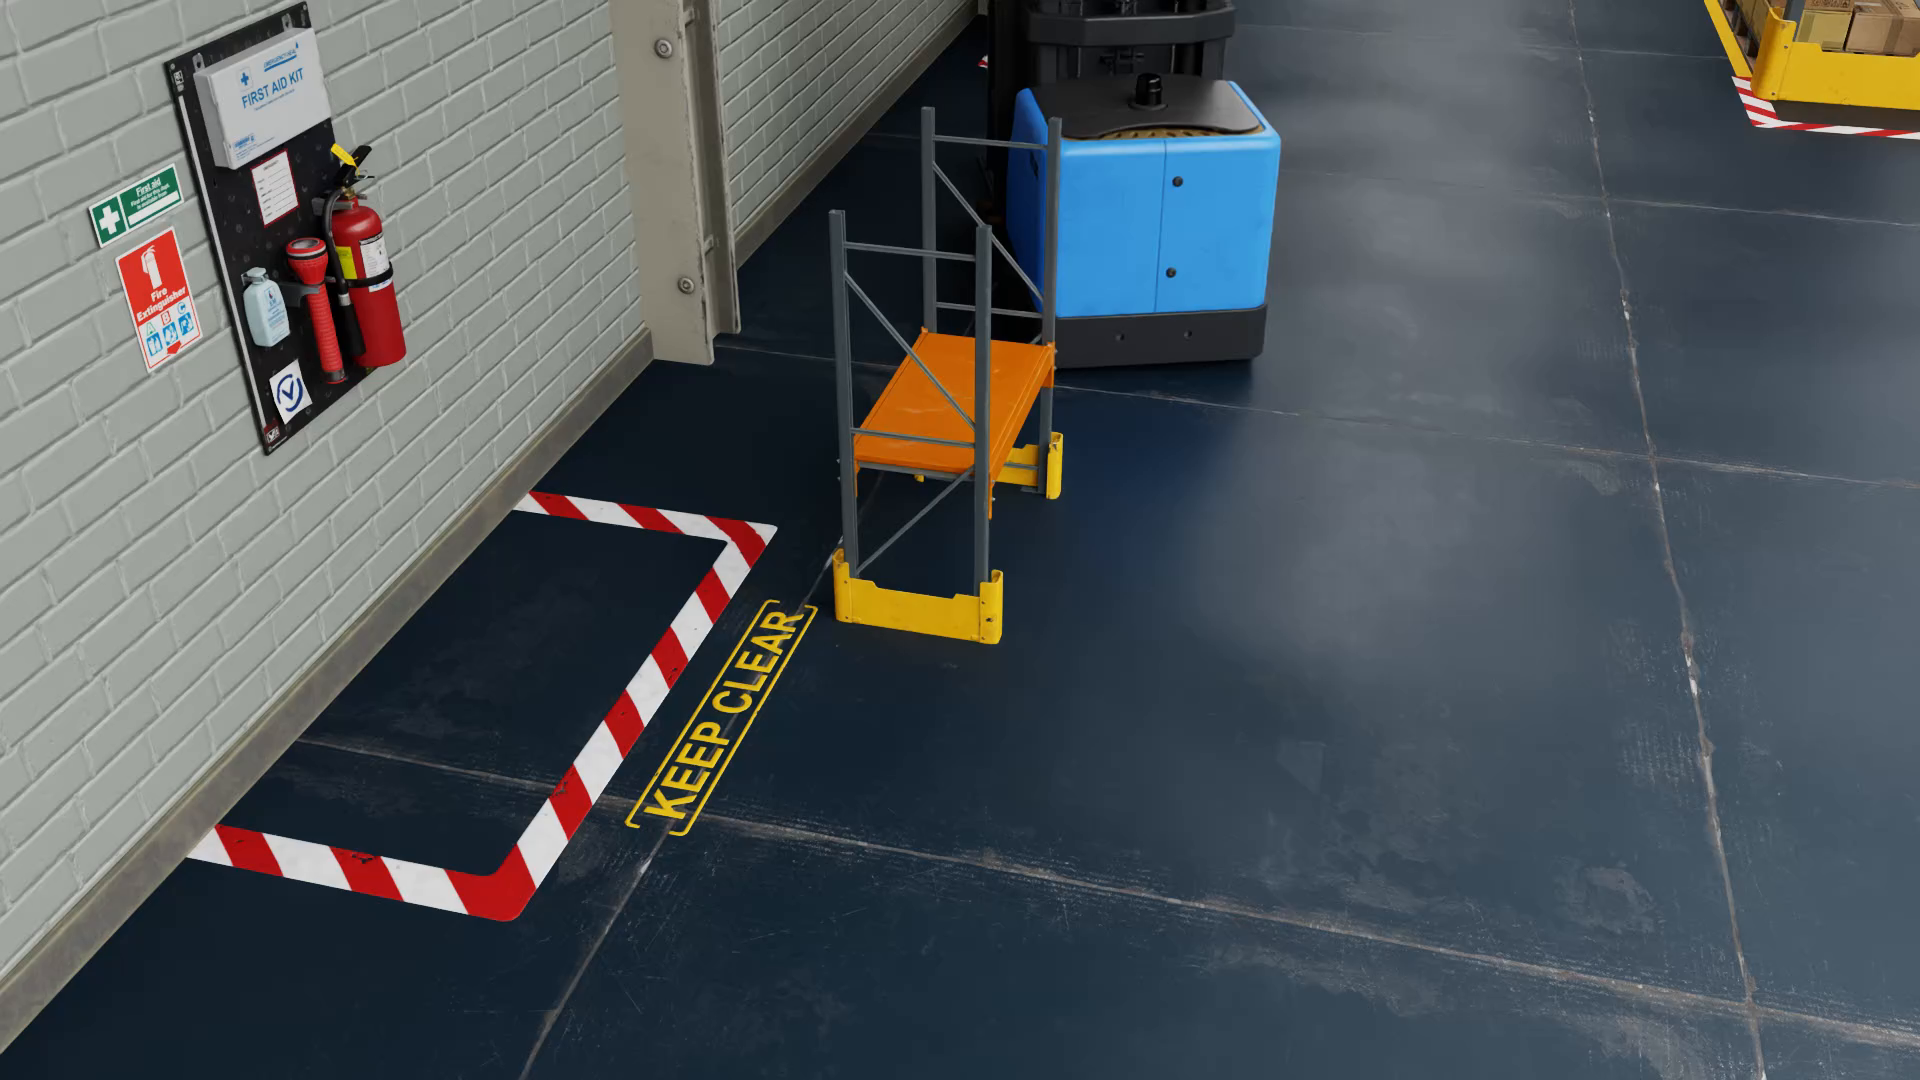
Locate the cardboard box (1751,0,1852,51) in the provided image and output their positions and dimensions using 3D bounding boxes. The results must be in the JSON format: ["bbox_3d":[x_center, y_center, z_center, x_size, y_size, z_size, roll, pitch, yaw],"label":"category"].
[{"bbox_3d":[5.600,-3.471,11.086,0.500,0.250,0.500,8,33,12],"label":"cardboard box"}]

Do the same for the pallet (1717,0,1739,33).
[{"bbox_3d":[6.215,-3.993,12.334,1.003,0.211,1.213,8,33,12],"label":"pallet"}]

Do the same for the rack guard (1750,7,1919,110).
[{"bbox_3d":[5.743,-3.068,10.611,1.175,0.500,0.348,8,33,12],"label":"rack guard"}]

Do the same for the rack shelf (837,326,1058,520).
[{"bbox_3d":[-0.022,-0.437,5.874,0.538,0.185,1.000,8,33,12],"label":"rack shelf"}]

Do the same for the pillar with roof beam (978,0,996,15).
[{"bbox_3d":[4.462,-7.235,9.243,9.100,9.000,0.400,8,33,12],"label":"pillar with roof beam"}]

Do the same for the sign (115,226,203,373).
[{"bbox_3d":[-2.129,-0.641,4.428,0.001,0.329,0.234,8,33,12],"label":"sign"}]

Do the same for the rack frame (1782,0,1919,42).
[{"bbox_3d":[5.750,-4.136,9.959,1.000,3.000,0.127,8,33,12],"label":"rack frame"}]

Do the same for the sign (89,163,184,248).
[{"bbox_3d":[-2.119,-0.865,4.288,0.001,0.109,0.331,8,33,12],"label":"sign"}]

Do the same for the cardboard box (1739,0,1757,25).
[{"bbox_3d":[5.715,-3.732,11.496,0.500,0.250,0.500,8,33,12],"label":"cardboard box"}]

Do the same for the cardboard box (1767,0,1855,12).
[{"bbox_3d":[5.598,-3.788,10.885,0.500,0.500,0.500,8,33,12],"label":"cardboard box"}]

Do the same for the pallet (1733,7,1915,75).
[{"bbox_3d":[5.903,-3.361,11.341,1.003,0.211,1.213,8,33,12],"label":"pallet"}]

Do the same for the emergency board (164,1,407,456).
[{"bbox_3d":[-1.889,-0.898,4.867,0.194,1.169,0.643,8,33,12],"label":"emergency board"}]

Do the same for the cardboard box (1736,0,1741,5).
[{"bbox_3d":[5.840,-3.992,11.905,0.500,0.250,0.500,8,33,12],"label":"cardboard box"}]

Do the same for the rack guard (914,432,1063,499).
[{"bbox_3d":[0.107,-0.324,6.527,0.587,0.250,0.087,8,33,12],"label":"rack guard"}]

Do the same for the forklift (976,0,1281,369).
[{"bbox_3d":[0.680,-2.760,7.860,1.130,2.935,3.031,-3,33,-5],"label":"forklift"}]

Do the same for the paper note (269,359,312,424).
[{"bbox_3d":[-2.000,-0.444,4.974,0.016,0.148,0.142,8,33,12],"label":"paper note"}]

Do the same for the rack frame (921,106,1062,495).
[{"bbox_3d":[0.107,-0.852,6.193,0.500,1.500,0.032,8,33,12],"label":"rack frame"}]

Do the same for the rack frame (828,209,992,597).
[{"bbox_3d":[-0.151,-0.325,5.363,0.500,1.500,0.032,8,33,12],"label":"rack frame"}]

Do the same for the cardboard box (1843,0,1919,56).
[{"bbox_3d":[6.101,-3.401,10.975,0.500,0.250,0.500,8,33,12],"label":"cardboard box"}]

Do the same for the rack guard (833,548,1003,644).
[{"bbox_3d":[-0.146,0.192,5.714,0.587,0.250,0.087,8,33,12],"label":"rack guard"}]

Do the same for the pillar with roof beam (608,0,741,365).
[{"bbox_3d":[2.939,-4.121,4.345,9.100,9.000,0.400,8,33,12],"label":"pillar with roof beam"}]

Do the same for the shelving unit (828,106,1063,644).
[{"bbox_3d":[-0.019,-0.593,5.785,0.587,1.500,1.083,8,33,12],"label":"shelving unit"}]
